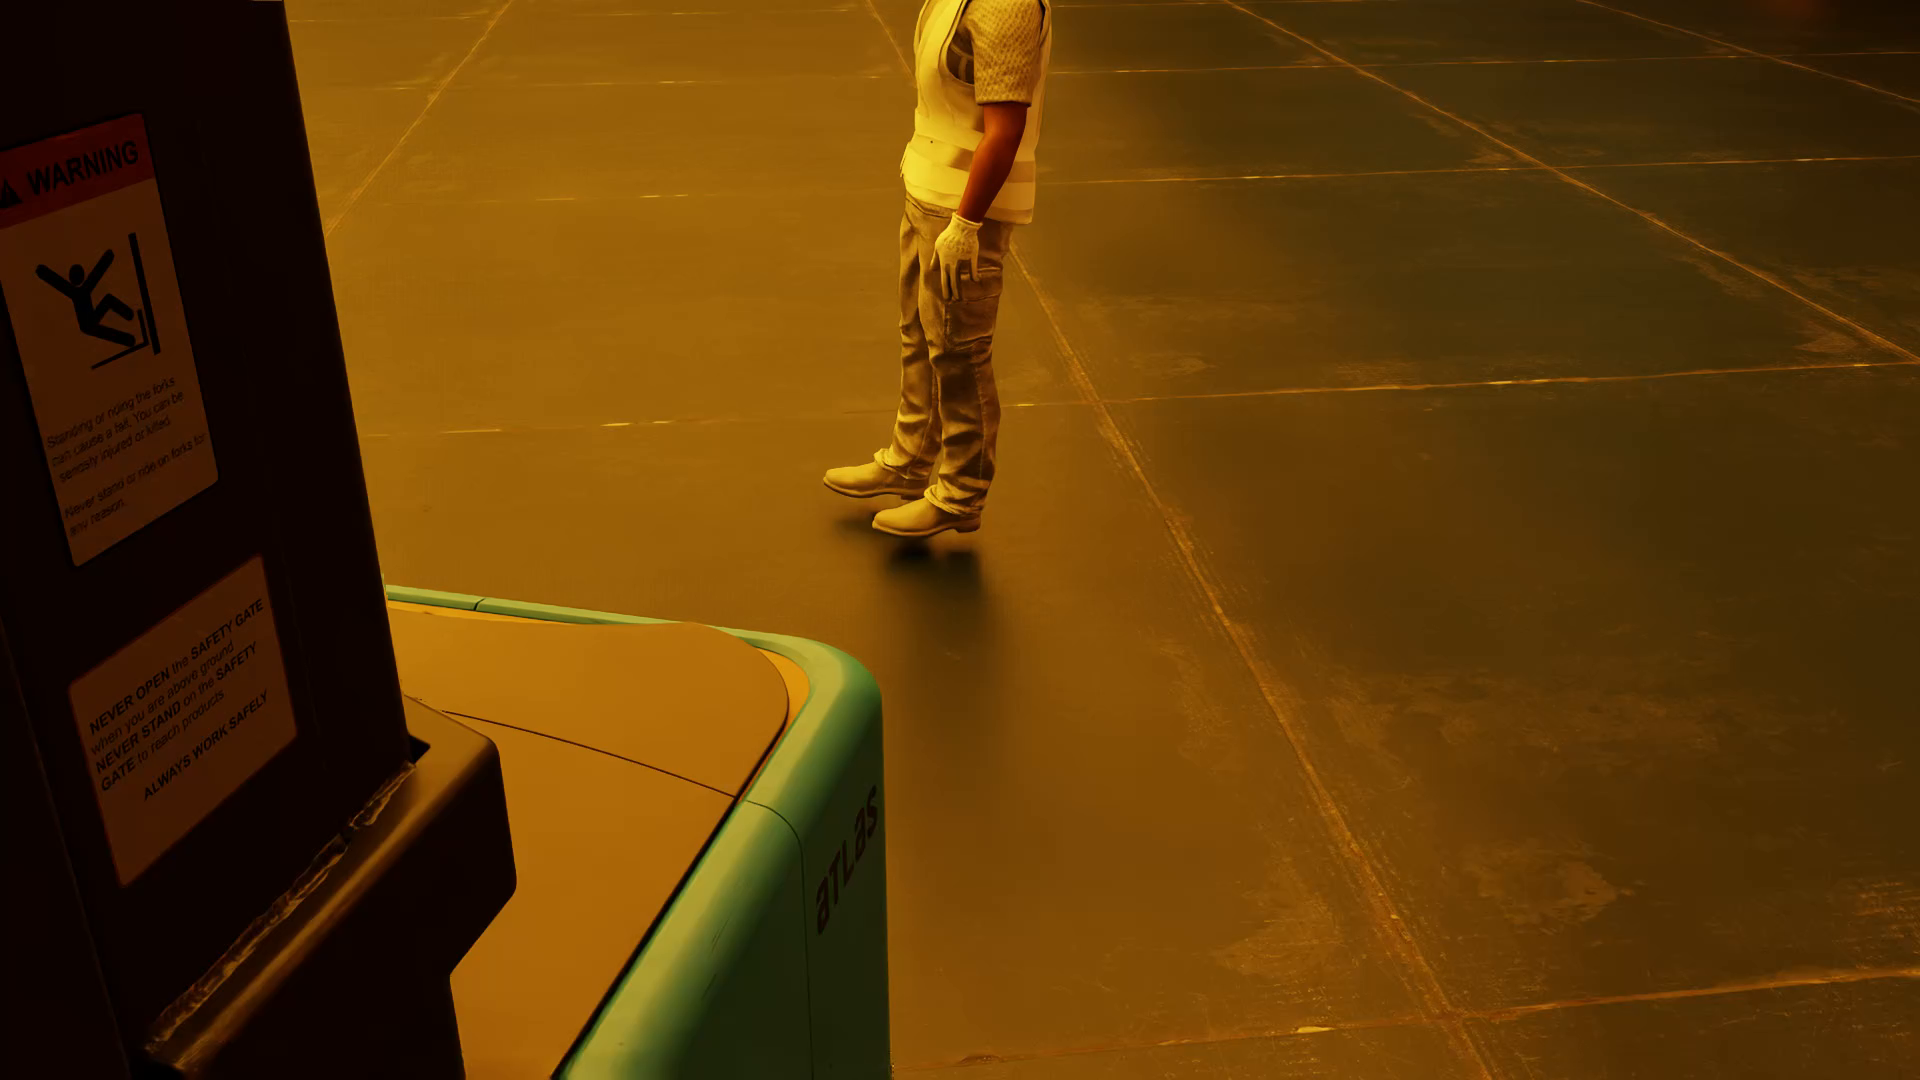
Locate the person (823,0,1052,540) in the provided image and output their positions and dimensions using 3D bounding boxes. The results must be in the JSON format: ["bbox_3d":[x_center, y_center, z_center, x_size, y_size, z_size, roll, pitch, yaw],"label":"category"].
[{"bbox_3d":[-0.073,-0.846,4.197,0.575,1.784,0.657,-3,26,-7],"label":"person"}]
